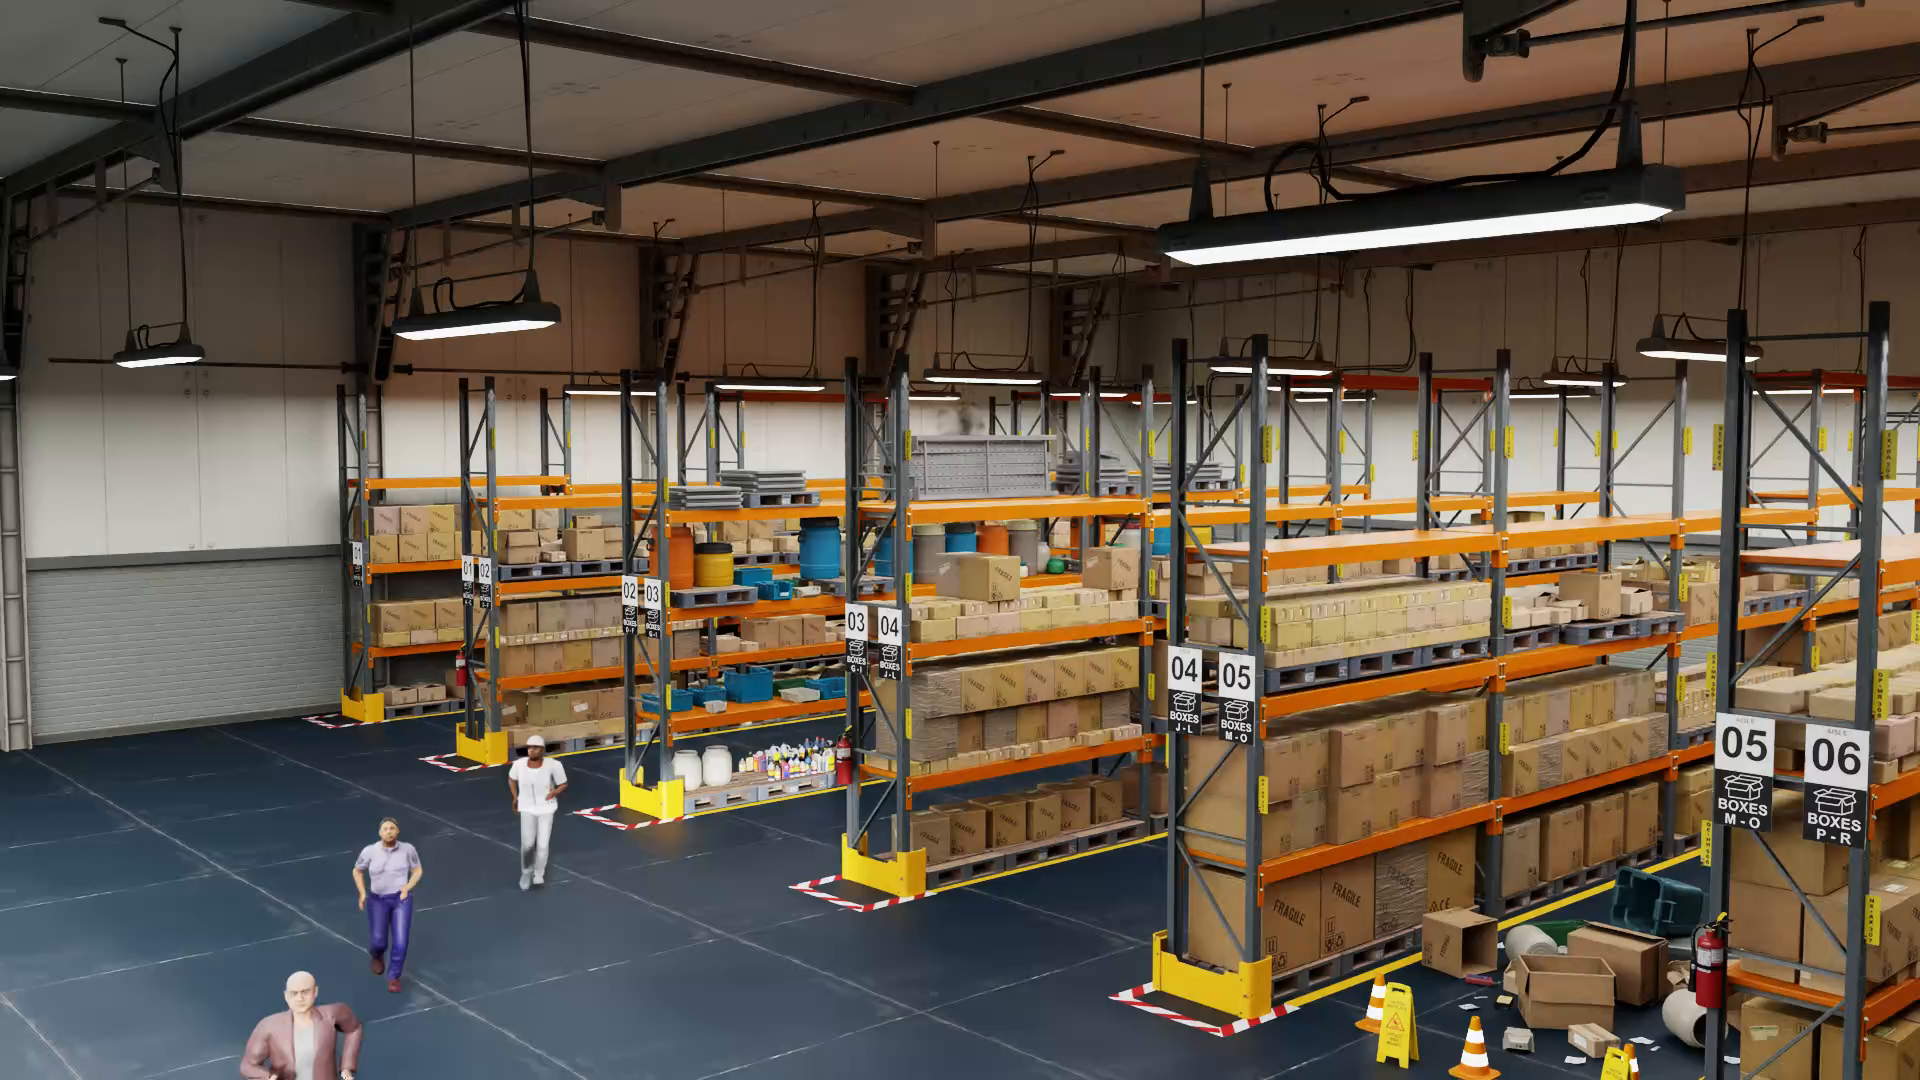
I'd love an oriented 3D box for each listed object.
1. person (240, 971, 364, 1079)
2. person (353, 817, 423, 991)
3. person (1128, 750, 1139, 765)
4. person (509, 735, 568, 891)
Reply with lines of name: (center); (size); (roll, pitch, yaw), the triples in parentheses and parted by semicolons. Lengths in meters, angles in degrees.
person: (-4.097, 3.569, 10.371); (0.709, 1.790, 1.057); (-1, 4, -16)
person: (-5.269, 3.361, 15.358); (0.607, 1.603, 0.547); (-2, 4, -23)
person: (2.628, 2.738, 24.493); (0.607, 1.658, 0.829); (3, 5, 39)
person: (-4.749, 3.069, 18.684); (0.668, 1.767, 0.679); (-1, 4, -9)
